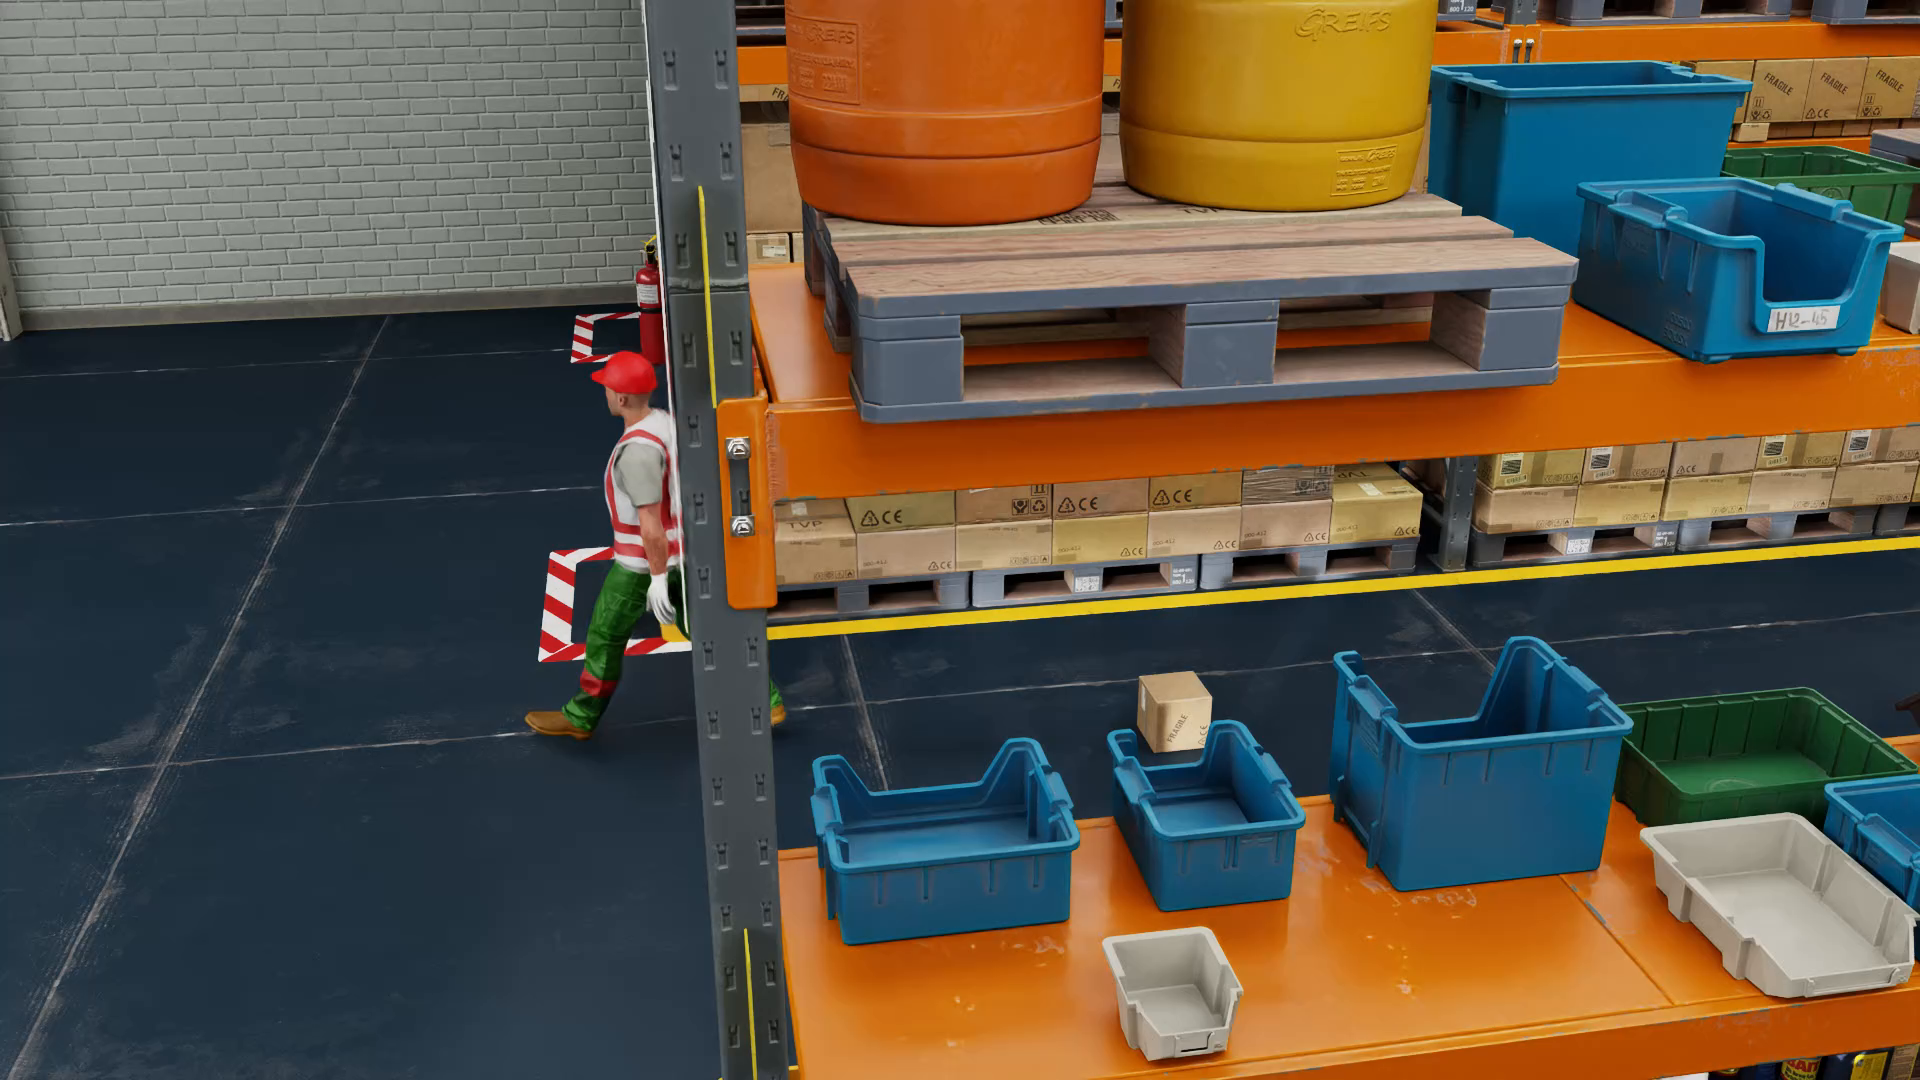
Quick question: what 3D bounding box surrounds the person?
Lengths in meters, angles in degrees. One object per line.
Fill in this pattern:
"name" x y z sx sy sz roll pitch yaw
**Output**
"person" -1.319 0.059 6.960 1.101 1.732 0.644 4 23 9
